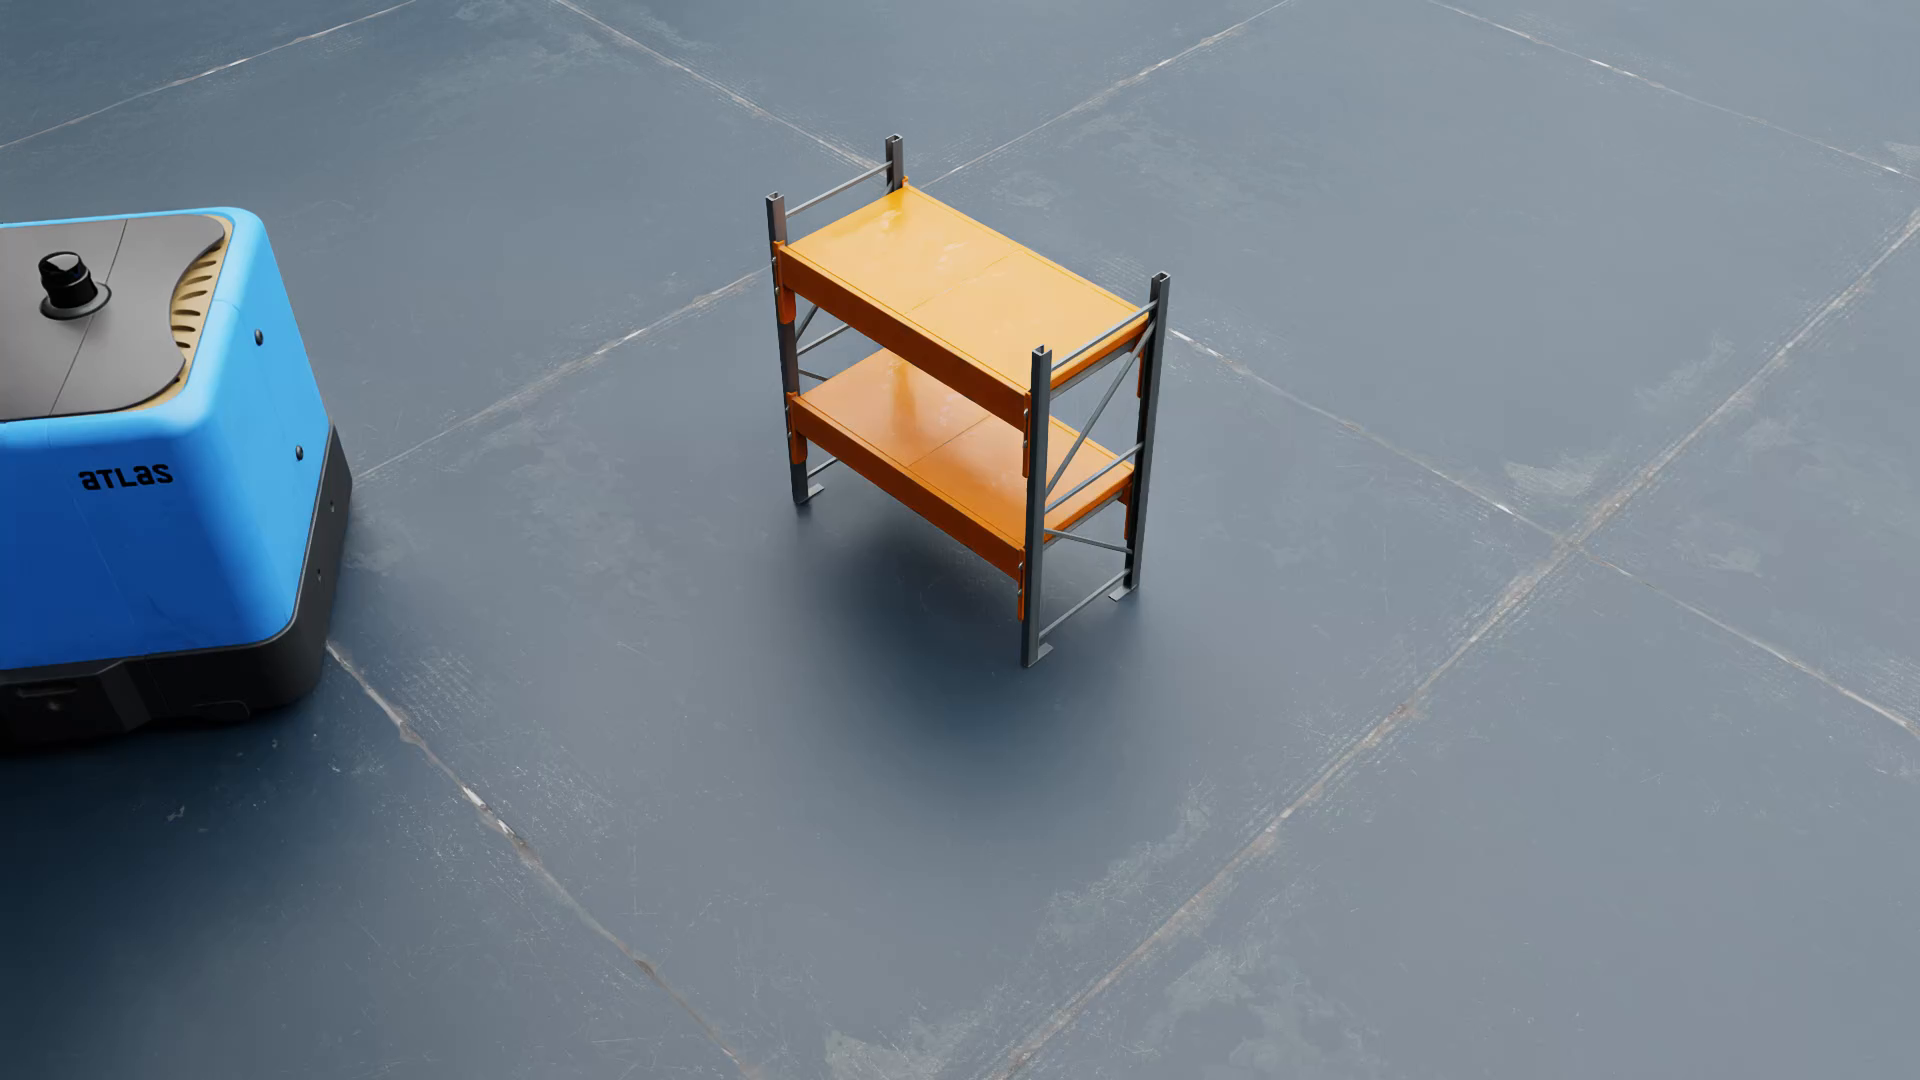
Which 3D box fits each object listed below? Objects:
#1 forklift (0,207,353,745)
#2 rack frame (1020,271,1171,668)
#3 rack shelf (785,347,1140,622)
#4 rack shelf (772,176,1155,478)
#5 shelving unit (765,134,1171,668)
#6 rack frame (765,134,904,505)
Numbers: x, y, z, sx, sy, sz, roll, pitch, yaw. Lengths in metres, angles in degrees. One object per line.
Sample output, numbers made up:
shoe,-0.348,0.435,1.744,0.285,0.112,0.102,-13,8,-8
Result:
forklift,-3.383,-0.765,3.918,3.031,2.935,1.130,-6,43,-6
rack frame,0.364,-0.166,4.600,0.500,1.125,0.032,-34,53,-31
rack shelf,0.005,-0.230,5.031,0.538,0.278,1.000,-34,53,-31
rack shelf,0.005,-0.625,4.666,0.538,0.278,1.000,-34,53,-31
shelving unit,0.005,-0.410,4.865,0.538,1.125,1.048,-34,53,-31
rack frame,-0.354,-0.654,5.129,0.500,1.125,0.032,-34,53,-31
